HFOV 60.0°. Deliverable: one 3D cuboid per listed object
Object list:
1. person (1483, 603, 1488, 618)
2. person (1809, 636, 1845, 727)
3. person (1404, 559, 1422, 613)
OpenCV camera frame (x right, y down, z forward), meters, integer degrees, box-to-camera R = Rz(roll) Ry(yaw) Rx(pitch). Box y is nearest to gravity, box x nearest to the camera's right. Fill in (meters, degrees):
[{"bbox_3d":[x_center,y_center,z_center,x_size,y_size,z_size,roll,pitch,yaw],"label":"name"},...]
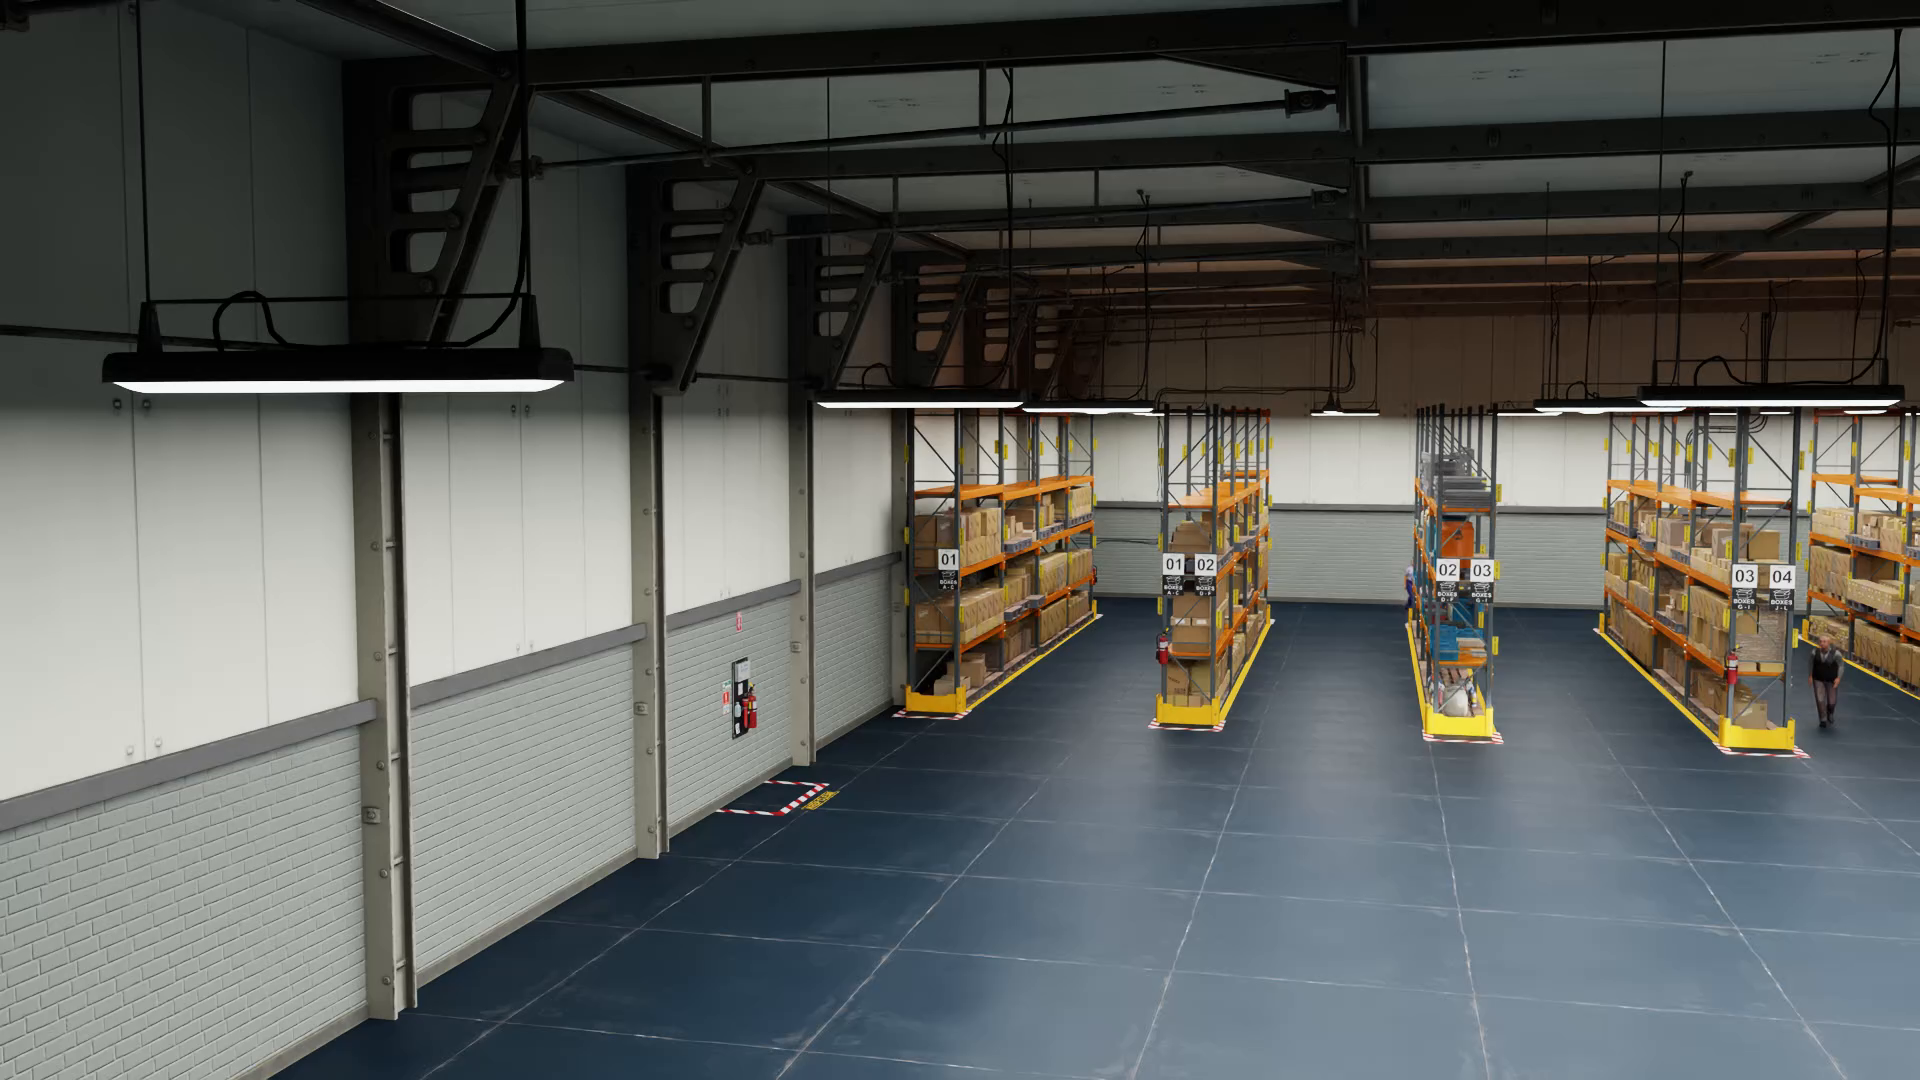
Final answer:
[{"bbox_3d":[13.511,1.794,43.170,0.392,1.536,1.009,0,4,5],"label":"person"},{"bbox_3d":[16.164,2.622,31.013,0.580,1.703,0.629,2,5,29],"label":"person"},{"bbox_3d":[13.395,1.348,49.044,0.470,1.631,0.933,-1,4,-19],"label":"person"}]
